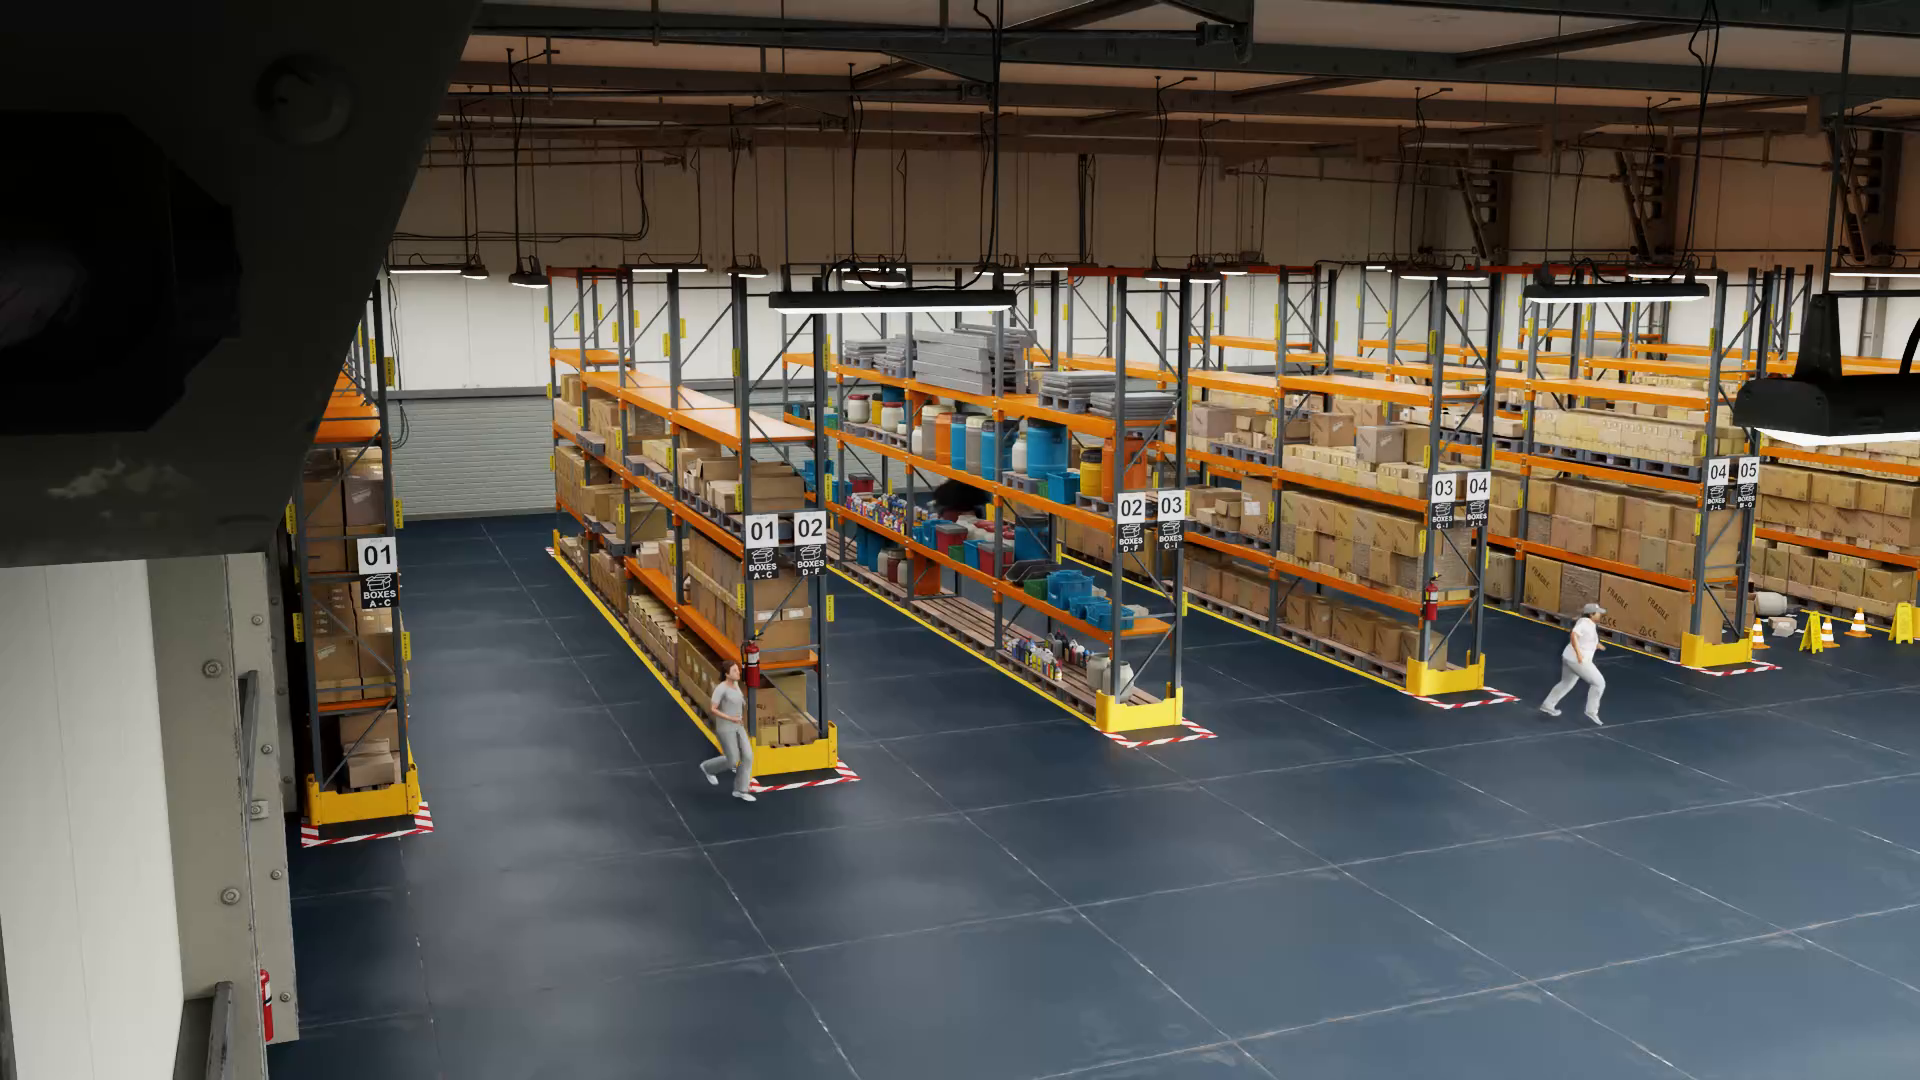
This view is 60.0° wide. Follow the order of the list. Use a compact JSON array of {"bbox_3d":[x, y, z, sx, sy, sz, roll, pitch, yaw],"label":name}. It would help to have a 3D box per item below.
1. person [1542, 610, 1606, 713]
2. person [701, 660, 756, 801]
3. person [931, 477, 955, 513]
[{"bbox_3d":[8.317,1.600,22.449,0.772,1.504,0.642,2,10,12],"label":"person"},{"bbox_3d":[-2.712,2.209,19.367,0.742,1.669,0.601,5,11,28],"label":"person"},{"bbox_3d":[-0.280,-1.301,39.485,0.886,1.685,0.664,-3,10,-16],"label":"person"}]
